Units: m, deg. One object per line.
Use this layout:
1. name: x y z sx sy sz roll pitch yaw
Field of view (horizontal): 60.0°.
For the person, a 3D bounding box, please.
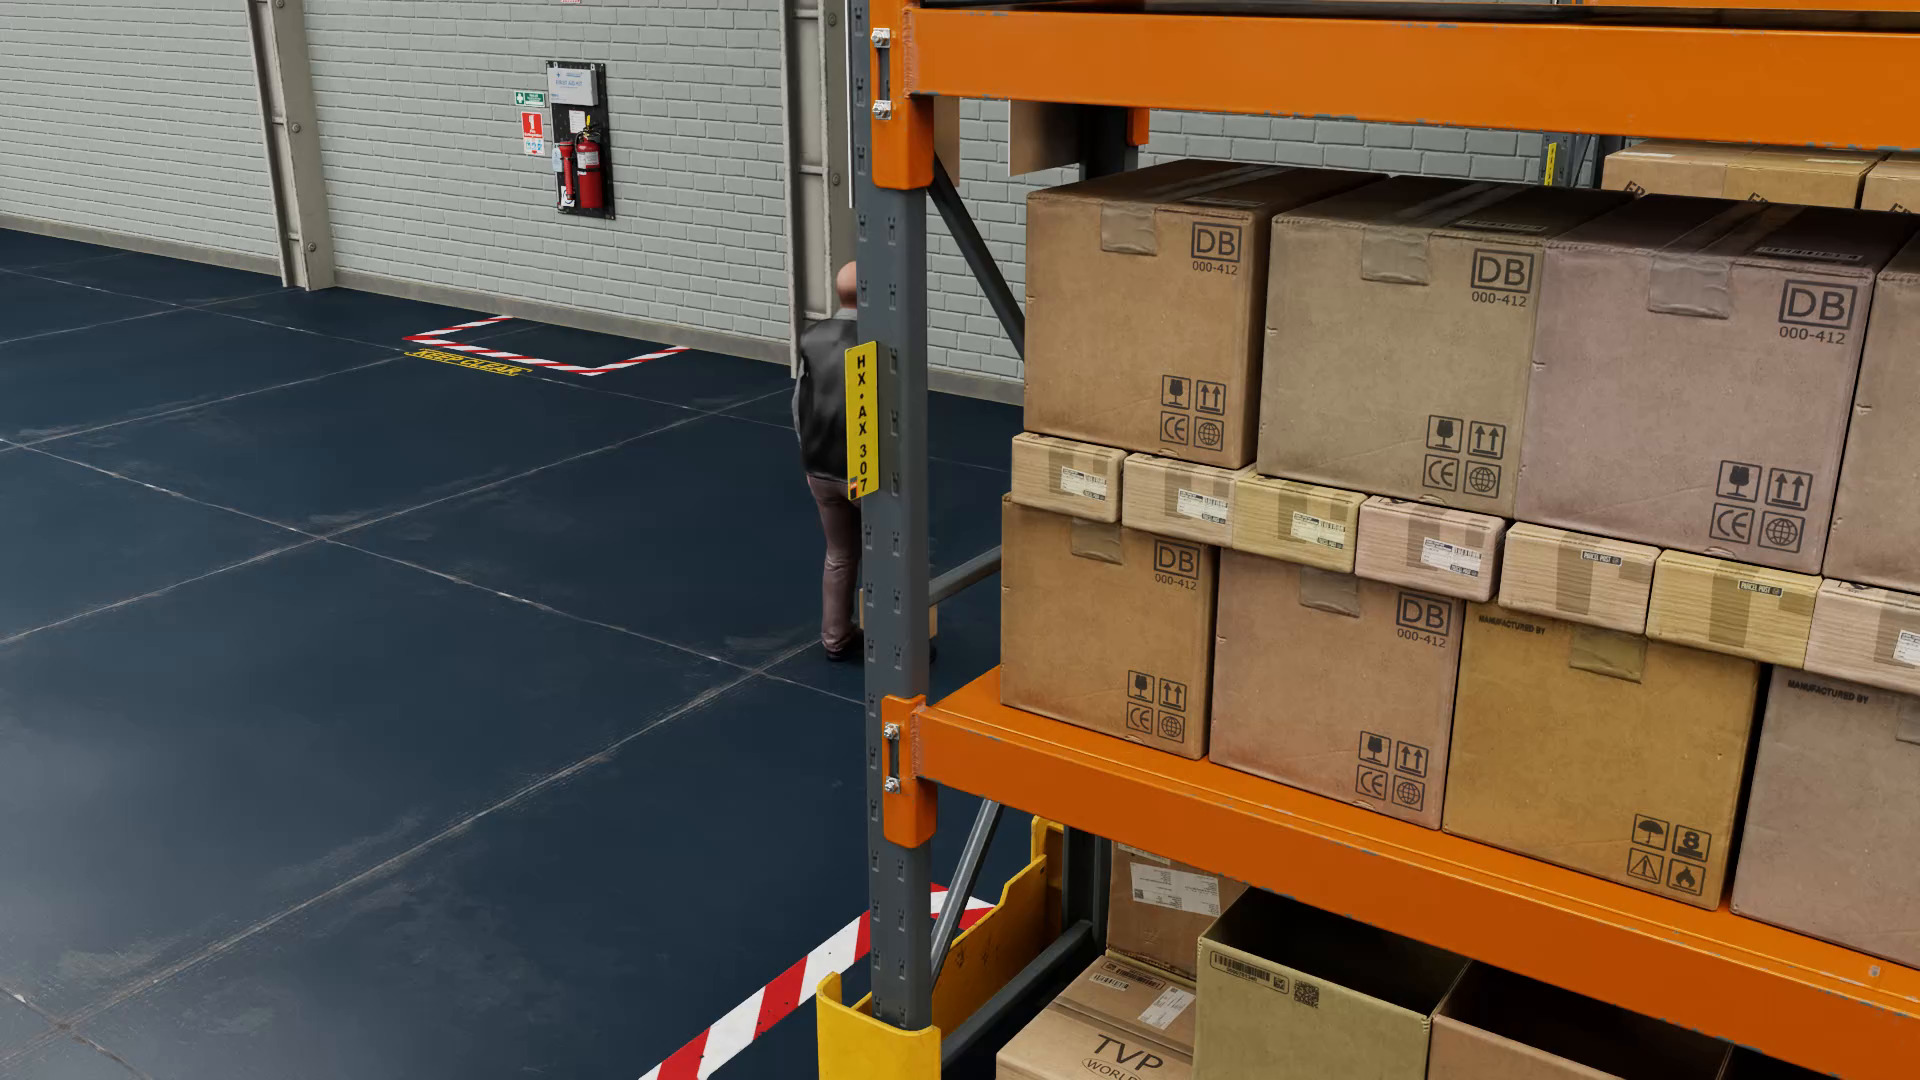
1. person: -0.427 -0.290 6.921 0.586 1.720 0.423 11 23 29
